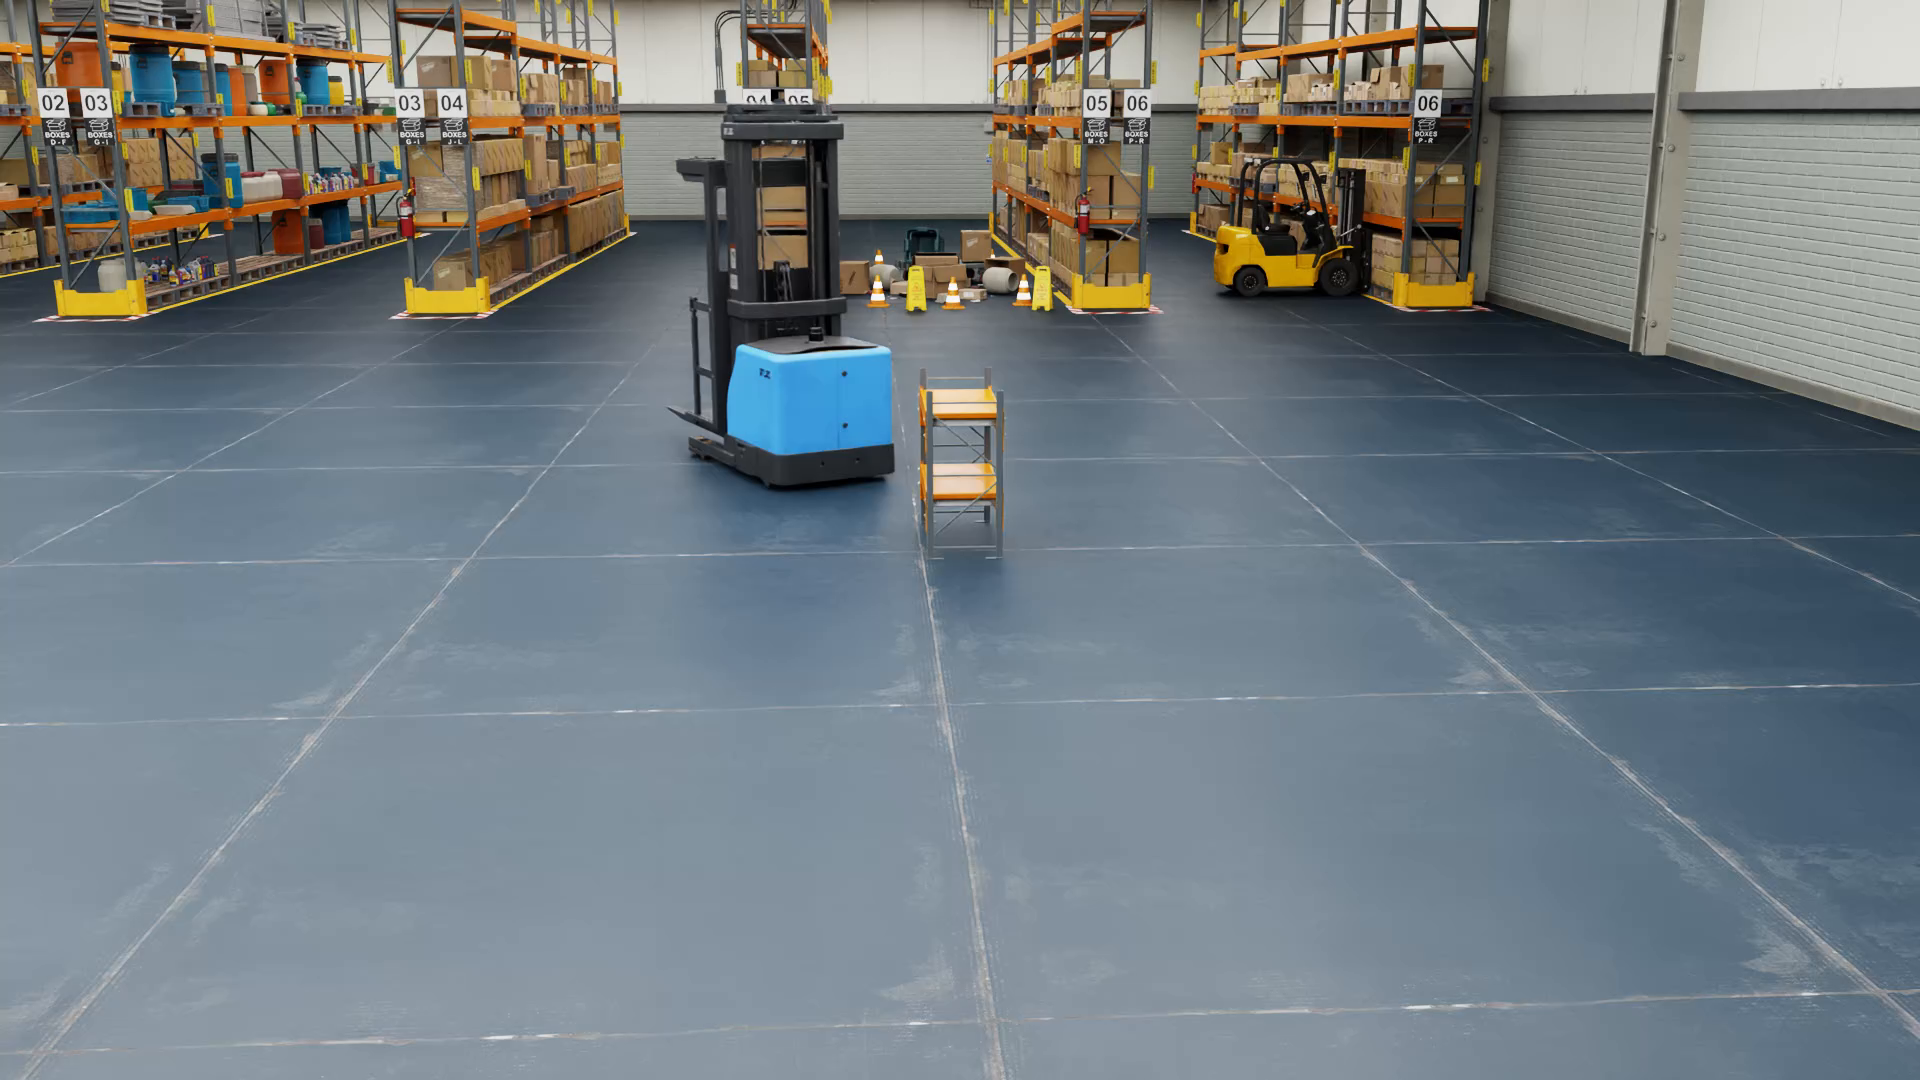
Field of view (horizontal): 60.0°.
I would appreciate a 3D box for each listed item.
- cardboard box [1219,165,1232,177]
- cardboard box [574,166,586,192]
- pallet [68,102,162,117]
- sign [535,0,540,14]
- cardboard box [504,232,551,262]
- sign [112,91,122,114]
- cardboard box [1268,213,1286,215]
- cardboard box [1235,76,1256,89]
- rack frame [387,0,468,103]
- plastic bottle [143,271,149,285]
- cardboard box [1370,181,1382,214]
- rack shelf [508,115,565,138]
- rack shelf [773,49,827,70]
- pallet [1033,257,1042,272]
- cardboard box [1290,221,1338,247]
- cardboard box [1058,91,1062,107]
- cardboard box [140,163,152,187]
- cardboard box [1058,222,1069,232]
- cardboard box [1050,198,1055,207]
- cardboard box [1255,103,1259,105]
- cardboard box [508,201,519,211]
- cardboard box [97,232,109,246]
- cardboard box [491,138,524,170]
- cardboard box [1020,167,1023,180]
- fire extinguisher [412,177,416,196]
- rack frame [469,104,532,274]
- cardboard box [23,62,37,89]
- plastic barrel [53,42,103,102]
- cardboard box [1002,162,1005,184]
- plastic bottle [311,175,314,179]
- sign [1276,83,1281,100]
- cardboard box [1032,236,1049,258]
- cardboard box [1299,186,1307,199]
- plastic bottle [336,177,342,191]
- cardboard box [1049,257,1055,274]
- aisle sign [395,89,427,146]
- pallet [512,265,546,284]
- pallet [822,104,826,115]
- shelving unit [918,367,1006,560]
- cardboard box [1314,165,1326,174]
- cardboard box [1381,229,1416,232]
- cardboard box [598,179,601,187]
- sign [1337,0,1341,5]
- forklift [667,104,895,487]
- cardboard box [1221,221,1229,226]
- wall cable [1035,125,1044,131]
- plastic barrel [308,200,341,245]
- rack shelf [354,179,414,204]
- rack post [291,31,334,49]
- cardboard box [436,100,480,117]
[{"bbox_3d":[6.187,-8.366,37.725,0.500,0.250,0.500,-1,14,-3],"label":"cardboard box"},{"bbox_3d":[-7.946,-7.375,33.970,0.500,0.500,0.500,-1,14,-3],"label":"cardboard box"},{"bbox_3d":[-12.491,-6.324,24.445,1.003,0.211,1.213,-1,14,-3],"label":"pallet"},{"bbox_3d":[-8.892,-11.249,34.993,0.100,0.325,0.005,-1,14,-3],"label":"sign"},{"bbox_3d":[-7.939,-5.379,30.547,0.700,0.500,0.500,0,14,1],"label":"cardboard box"},{"bbox_3d":[-11.988,-6.220,23.644,0.100,0.325,0.005,-1,14,-3],"label":"sign"},{"bbox_3d":[6.452,-6.612,34.076,0.380,0.149,0.250,-1,14,-5],"label":"cardboard box"},{"bbox_3d":[6.178,-9.894,35.974,0.396,0.266,0.258,-1,14,-4],"label":"cardboard box"},{"bbox_3d":[-7.593,-7.738,23.540,1.000,3.000,0.127,-1,14,-3],"label":"rack frame"},{"bbox_3d":[-12.962,-4.168,26.438,0.097,0.201,0.097,0,14,0],"label":"plastic bottle"},{"bbox_3d":[6.904,-5.486,26.628,0.500,0.500,0.500,-1,14,-4],"label":"cardboard box"},{"bbox_3d":[-7.965,-7.429,29.803,1.077,0.370,4.000,-1,14,-3],"label":"rack shelf"},{"bbox_3d":[-3.256,-9.734,33.545,1.077,0.370,4.000,-1,14,-3],"label":"rack shelf"},{"bbox_3d":[1.921,-5.127,31.030,1.003,0.211,1.213,-1,14,-3],"label":"pallet"},{"bbox_3d":[6.829,-5.788,31.925,0.875,0.625,0.625,0,14,-2],"label":"cardboard box"},{"bbox_3d":[1.863,-7.138,26.931,0.500,0.250,0.500,-1,14,-3],"label":"cardboard box"},{"bbox_3d":[-18.019,-7.971,36.287,0.500,0.500,0.500,-1,14,-2],"label":"cardboard box"},{"bbox_3d":[1.818,-5.151,27.397,0.380,0.149,0.250,0,14,0],"label":"cardboard box"},{"bbox_3d":[1.749,-5.775,28.456,0.380,0.149,0.250,-1,14,-4],"label":"cardboard box"},{"bbox_3d":[6.761,-9.701,36.897,0.500,0.250,0.500,-1,14,-5],"label":"cardboard box"},{"bbox_3d":[-7.446,-5.470,27.272,0.380,0.149,0.250,-1,14,-3],"label":"cardboard box"},{"bbox_3d":[-17.855,-6.301,34.129,0.500,0.500,0.500,-1,14,-3],"label":"cardboard box"},{"bbox_3d":[-7.539,-6.396,27.561,0.500,0.500,0.500,-1,14,-3],"label":"cardboard box"},{"bbox_3d":[1.483,-7.388,33.519,0.500,0.250,0.500,-1,14,-5],"label":"cardboard box"},{"bbox_3d":[-13.084,-8.561,39.685,0.296,0.674,0.183,-1,14,-3],"label":"fire extinguisher"},{"bbox_3d":[-7.841,-5.827,28.154,1.000,3.000,0.127,-1,14,-3],"label":"rack frame"},{"bbox_3d":[-18.029,-8.891,31.833,0.500,0.500,0.500,-1,14,-3],"label":"cardboard box"},{"bbox_3d":[-12.694,-6.739,23.973,0.600,0.830,0.708,-1,14,-3],"label":"plastic barrel"},{"bbox_3d":[1.233,-8.257,37.399,0.500,0.500,0.500,-1,14,-5],"label":"cardboard box"},{"bbox_3d":[-13.675,-7.553,35.095,0.061,0.283,0.133,-1,14,-3],"label":"plastic bottle"},{"bbox_3d":[6.214,-8.748,32.447,0.100,0.325,0.005,-1,14,-3],"label":"sign"},{"bbox_3d":[1.881,-5.581,31.630,0.950,0.372,0.625,-1,14,-5],"label":"cardboard box"},{"bbox_3d":[6.635,-6.483,31.006,0.500,0.250,0.500,0,14,-2],"label":"cardboard box"},{"bbox_3d":[-12.879,-7.371,34.403,0.152,0.276,0.135,-1,14,-3],"label":"plastic bottle"},{"bbox_3d":[1.817,-4.701,28.452,0.500,0.250,0.500,-2,15,-6],"label":"cardboard box"},{"bbox_3d":[-7.889,-6.071,23.885,0.394,0.787,0.004,-1,14,-3],"label":"aisle sign"},{"bbox_3d":[-7.891,-4.670,29.254,1.003,0.211,1.213,-1,14,-3],"label":"pallet"},{"bbox_3d":[-2.967,-7.797,30.170,1.003,0.211,1.213,0,14,-1],"label":"pallet"},{"bbox_3d":[0.000,-0.546,11.393,0.538,1.125,1.048,-1,14,-3],"label":"shelving unit"},{"bbox_3d":[6.615,-6.691,30.008,0.380,0.149,0.250,-1,14,-5],"label":"cardboard box"},{"bbox_3d":[7.291,-5.042,27.773,0.500,0.250,0.500,-1,14,-3],"label":"cardboard box"},{"bbox_3d":[-8.023,-7.774,36.224,0.380,0.149,0.250,-1,14,-3],"label":"cardboard box"},{"bbox_3d":[7.309,-10.496,32.069,0.100,0.325,0.005,-1,14,-3],"label":"sign"},{"bbox_3d":[-1.688,-2.154,14.016,1.130,2.935,3.031,-8,16,-28],"label":"forklift"},{"bbox_3d":[6.158,-7.149,37.937,0.396,0.266,0.258,0,14,-1],"label":"cardboard box"},{"bbox_3d":[2.348,-10.883,45.766,0.588,1.984,0.122,-1,14,-3],"label":"wall cable"},{"bbox_3d":[-13.220,-6.616,34.587,0.600,0.901,0.708,-1,14,-3],"label":"plastic barrel"},{"bbox_3d":[-13.404,-7.889,37.612,1.077,0.370,4.000,-1,14,-3],"label":"rack shelf"},{"bbox_3d":[-13.028,-9.902,32.955,0.937,0.300,0.954,1,14,3],"label":"rack post"},{"bbox_3d":[-7.365,-6.336,24.413,0.500,0.250,0.500,0,14,-2],"label":"cardboard box"}]
